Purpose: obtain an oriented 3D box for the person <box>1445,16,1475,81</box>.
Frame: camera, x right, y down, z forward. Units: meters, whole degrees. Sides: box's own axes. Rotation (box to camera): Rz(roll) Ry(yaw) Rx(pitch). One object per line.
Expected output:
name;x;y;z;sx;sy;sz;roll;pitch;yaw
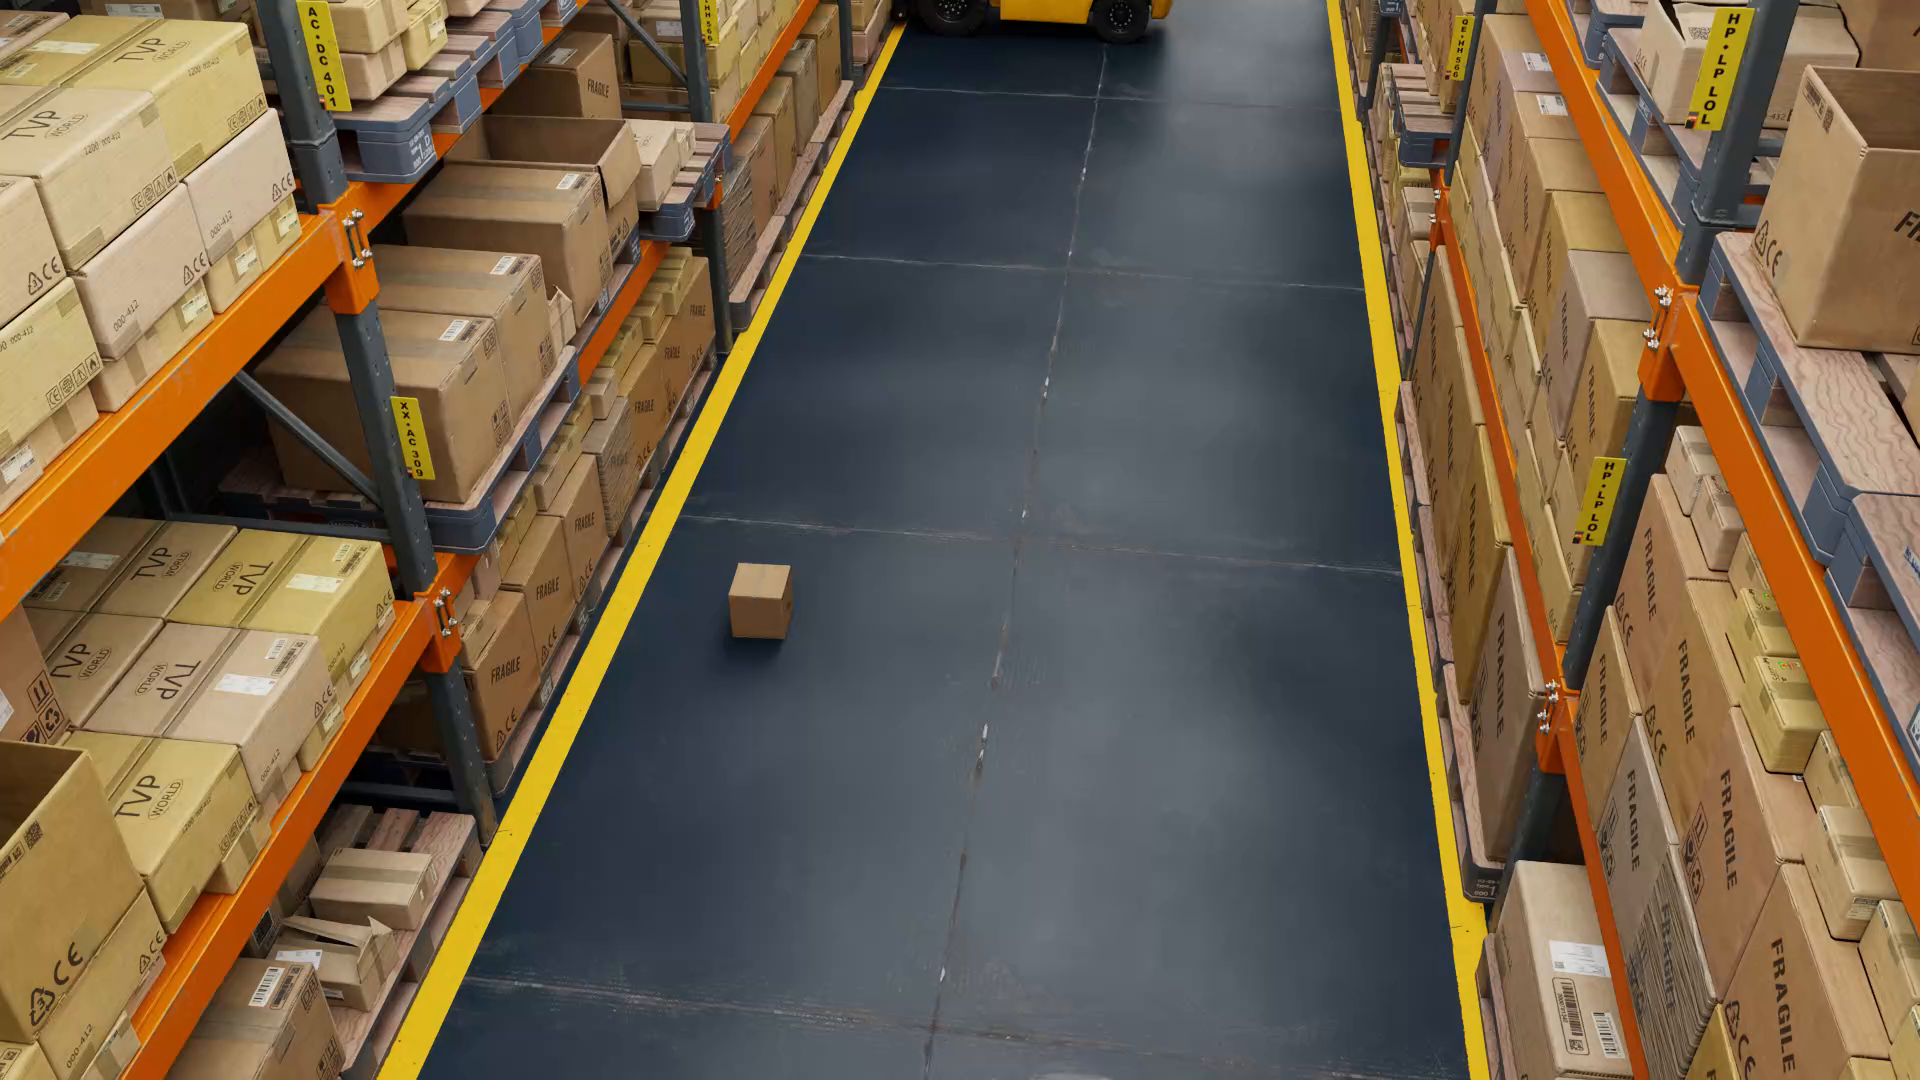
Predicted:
person;3.538;-0.399;7.121;7.840;2.202;8.562;-3;36;-5
